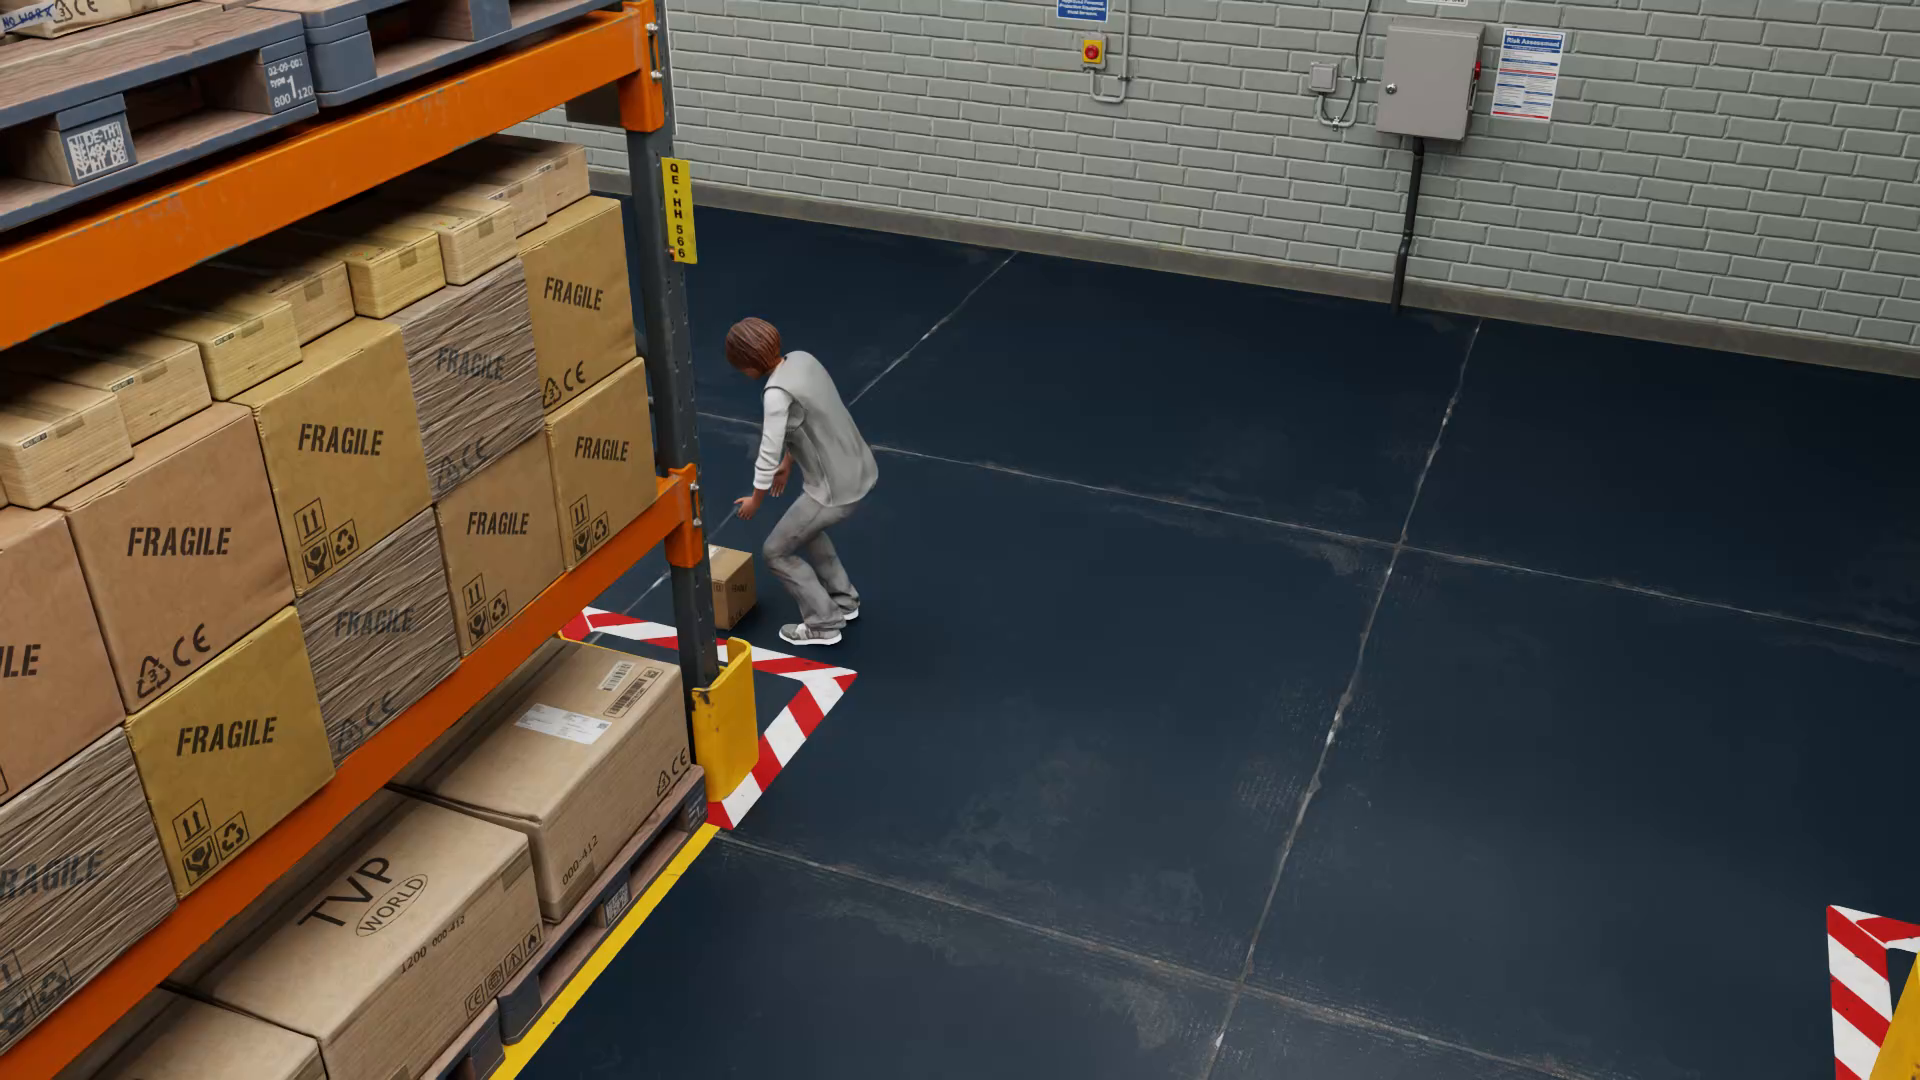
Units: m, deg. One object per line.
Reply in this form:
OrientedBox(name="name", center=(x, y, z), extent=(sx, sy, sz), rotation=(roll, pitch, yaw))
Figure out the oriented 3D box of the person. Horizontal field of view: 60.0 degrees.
OrientedBox(name="person", center=(-0.632, -0.211, 6.726), extent=(0.581, 1.385, 0.458), rotation=(8, 31, 14))
